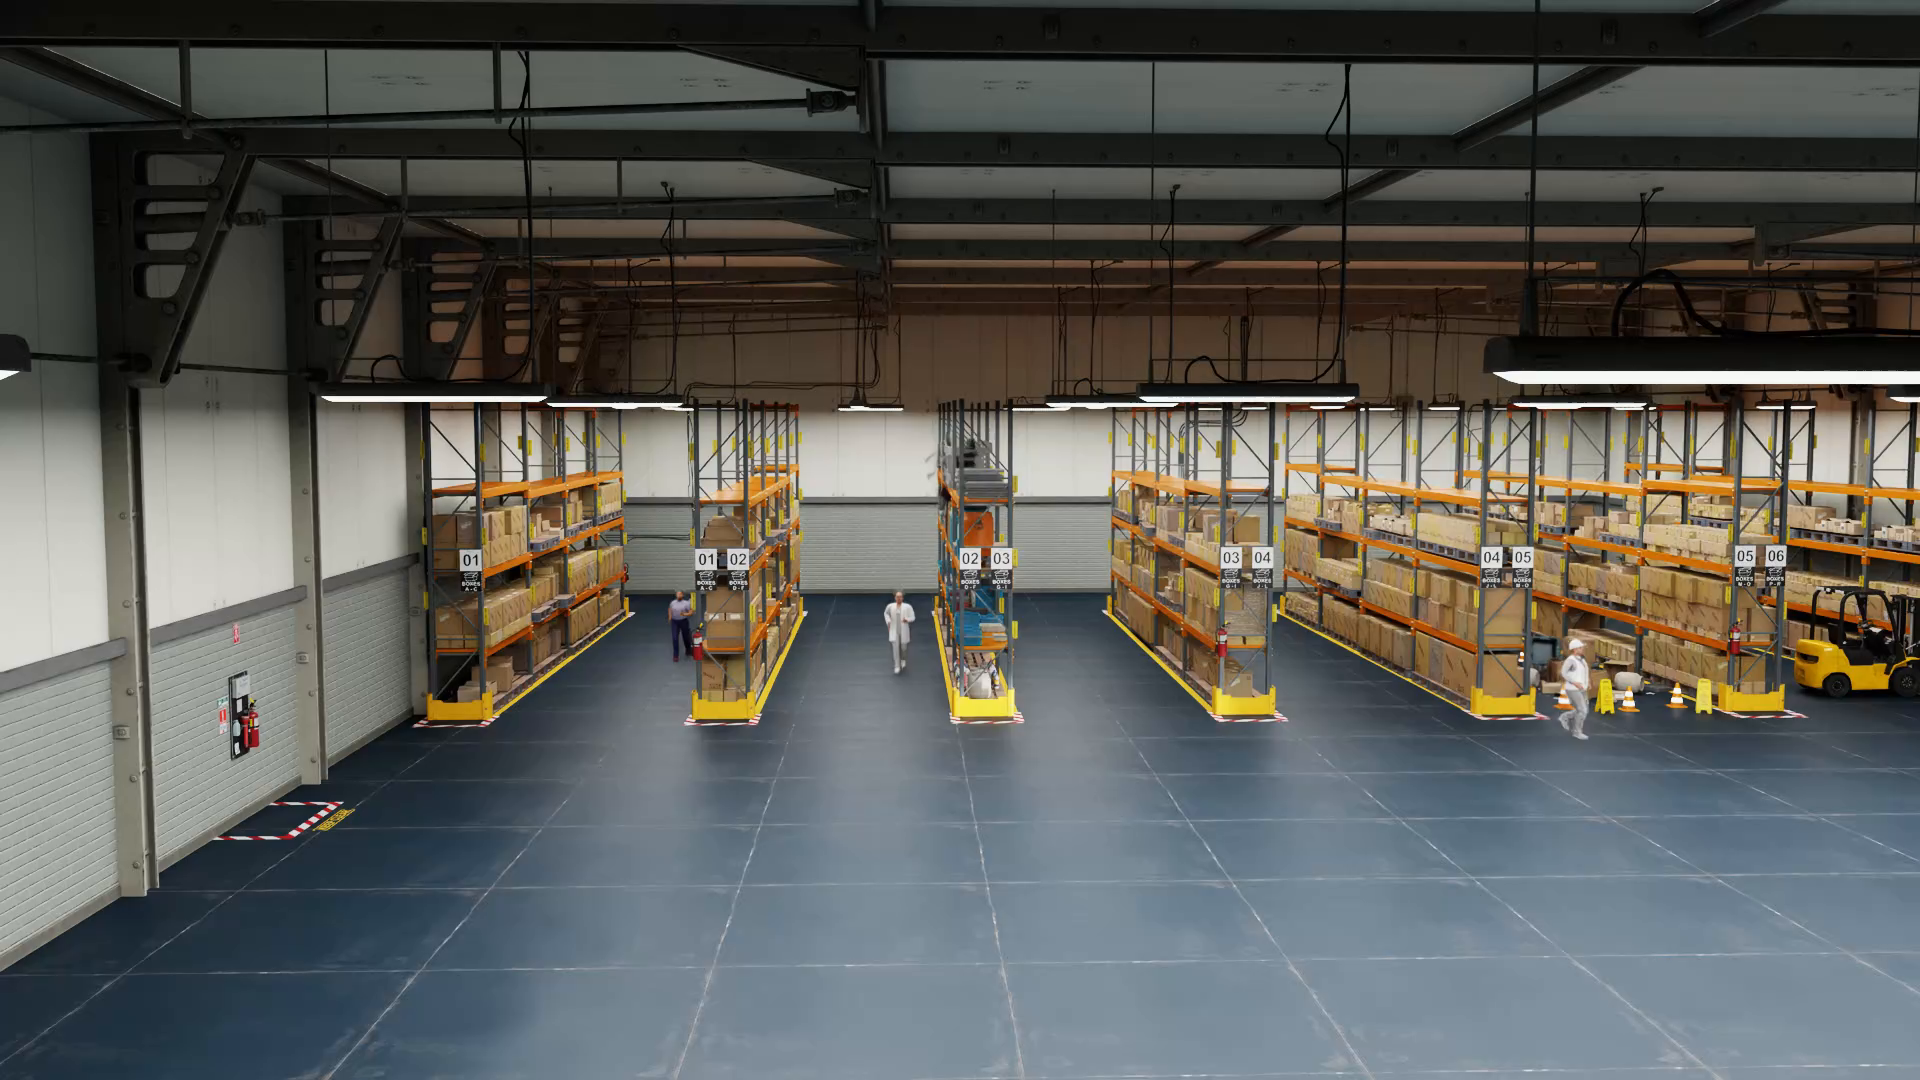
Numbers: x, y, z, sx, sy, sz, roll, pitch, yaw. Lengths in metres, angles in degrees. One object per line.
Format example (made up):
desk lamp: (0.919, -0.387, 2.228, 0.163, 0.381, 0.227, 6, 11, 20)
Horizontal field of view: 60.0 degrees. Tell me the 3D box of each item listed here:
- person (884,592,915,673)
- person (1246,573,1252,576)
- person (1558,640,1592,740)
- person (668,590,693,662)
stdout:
person: (-1.343, 2.028, 36.732, 0.704, 1.753, 1.014, 0, 4, 1)
person: (8.085, 1.402, 45.602, 0.678, 1.751, 0.672, 1, 4, 7)
person: (10.832, 2.626, 29.376, 0.670, 1.745, 0.617, -4, 6, -43)
person: (-6.492, 1.966, 38.581, 0.614, 1.624, 0.904, 0, 4, 1)
